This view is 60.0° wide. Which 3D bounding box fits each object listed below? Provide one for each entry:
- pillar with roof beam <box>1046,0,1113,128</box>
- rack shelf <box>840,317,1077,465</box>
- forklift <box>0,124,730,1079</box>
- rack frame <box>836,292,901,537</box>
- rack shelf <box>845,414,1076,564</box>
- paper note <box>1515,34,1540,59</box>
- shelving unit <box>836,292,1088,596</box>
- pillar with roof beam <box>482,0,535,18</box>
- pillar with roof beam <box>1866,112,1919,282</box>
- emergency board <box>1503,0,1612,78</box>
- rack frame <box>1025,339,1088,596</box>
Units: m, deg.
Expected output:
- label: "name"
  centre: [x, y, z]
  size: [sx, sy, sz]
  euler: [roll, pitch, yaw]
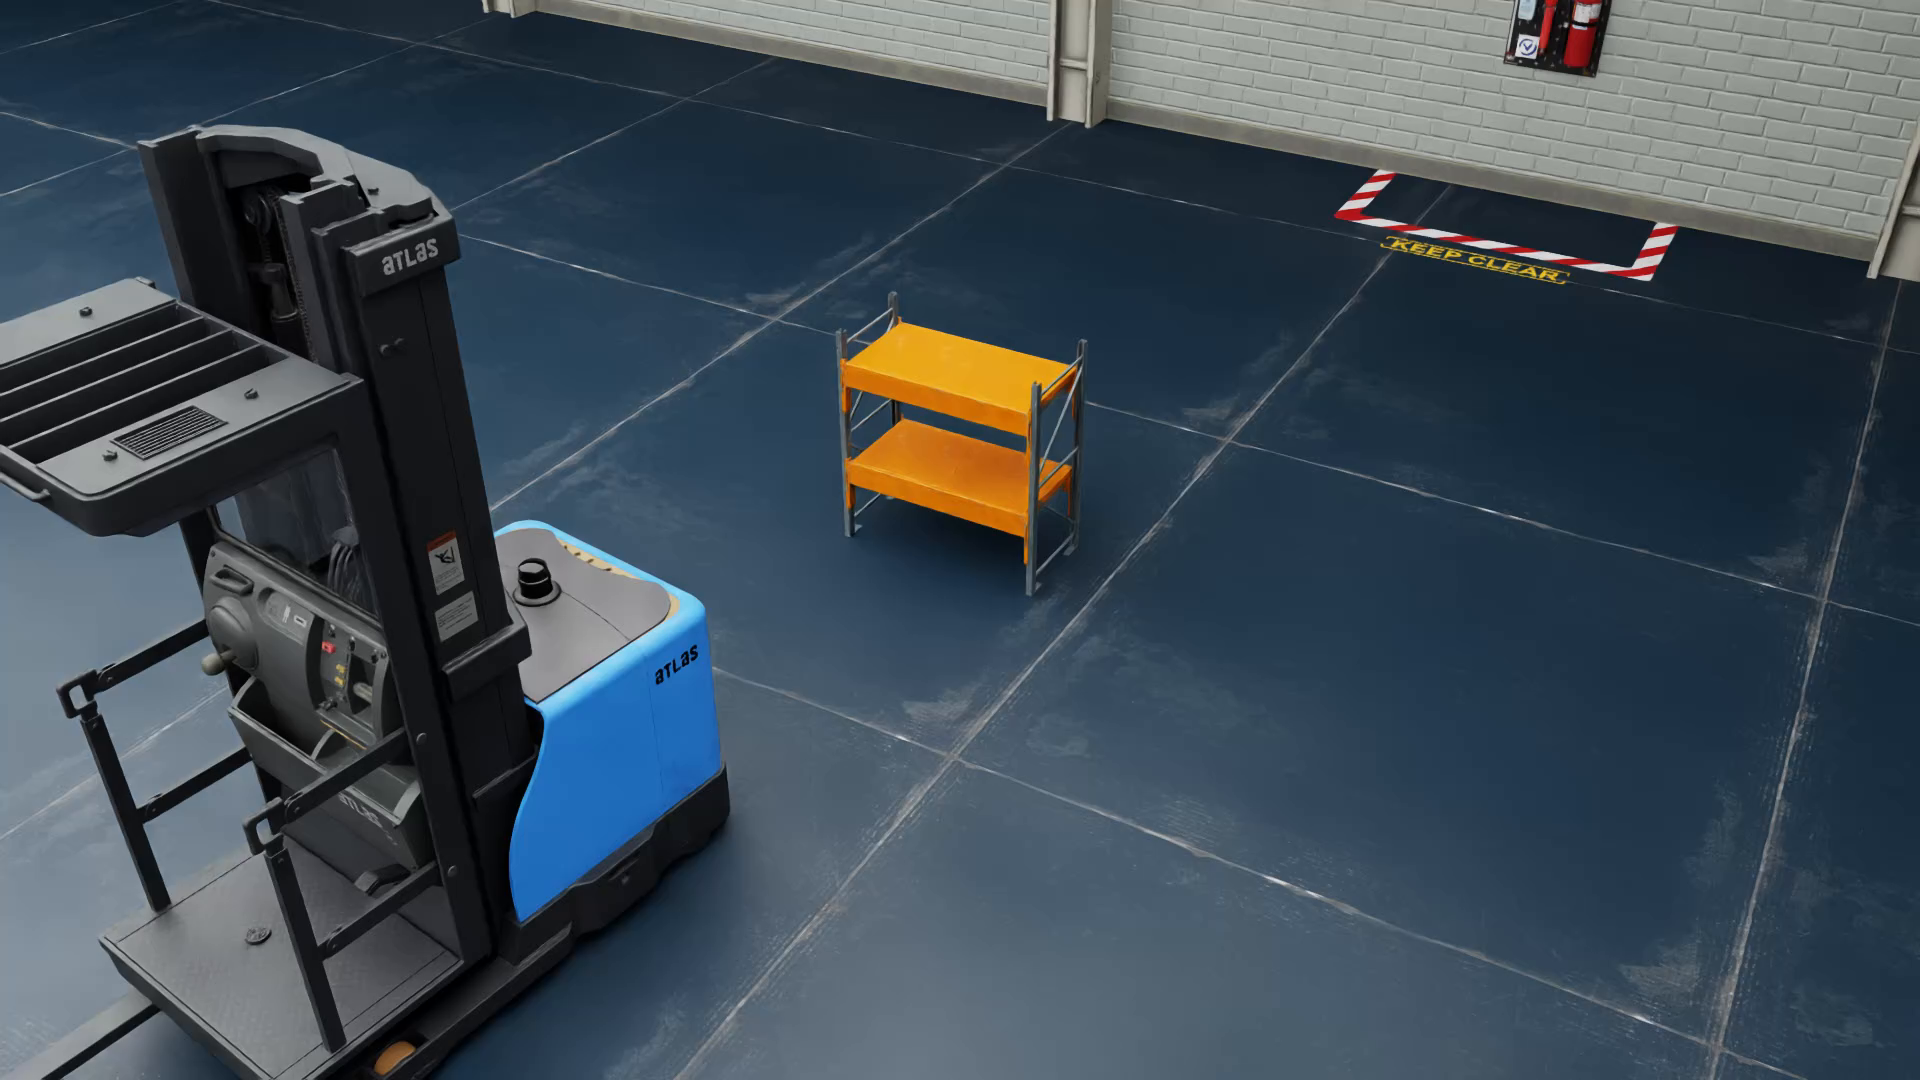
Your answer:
- label: "pillar with roof beam"
  centre: [-1.199, -5.053, 7.720]
  size: [0.400, 9.000, 9.100]
  euler: [18, 37, 24]
- label: "rack shelf"
  centre: [0.006, -0.710, 7.773]
  size: [1.000, 0.278, 0.538]
  euler: [18, 37, 24]
- label: "forklift"
  centre: [-2.191, 0.384, 5.028]
  size: [1.130, 2.935, 3.031]
  euler: [23, 40, 30]
- label: "rack frame"
  centre: [-0.435, -0.606, 8.145]
  size: [0.032, 1.125, 0.500]
  euler: [18, 37, 24]
- label: "rack shelf"
  centre: [0.006, -0.263, 8.071]
  size: [1.000, 0.278, 0.538]
  euler: [18, 37, 24]
- label: "paper note"
  centre: [3.900, -3.391, 11.431]
  size: [0.142, 0.148, 0.016]
  euler: [18, 37, 24]
- label: "shelving unit"
  centre: [0.006, -0.466, 7.935]
  size: [1.048, 1.125, 0.538]
  euler: [18, 37, 24]
- label: "pillar with roof beam"
  centre: [-6.408, -6.703, 10.198]
  size: [0.400, 9.000, 9.100]
  euler: [18, 37, 24]
- label: "pillar with roof beam"
  centre: [4.010, -3.403, 5.242]
  size: [0.400, 9.000, 9.100]
  euler: [18, 37, 24]
- label: "emergency board"
  centre: [4.020, -3.676, 11.064]
  size: [0.643, 1.169, 0.194]
  euler: [18, 37, 24]
- label: "rack frame"
  centre: [0.447, -0.327, 7.725]
  size: [0.032, 1.125, 0.500]
  euler: [18, 37, 24]
